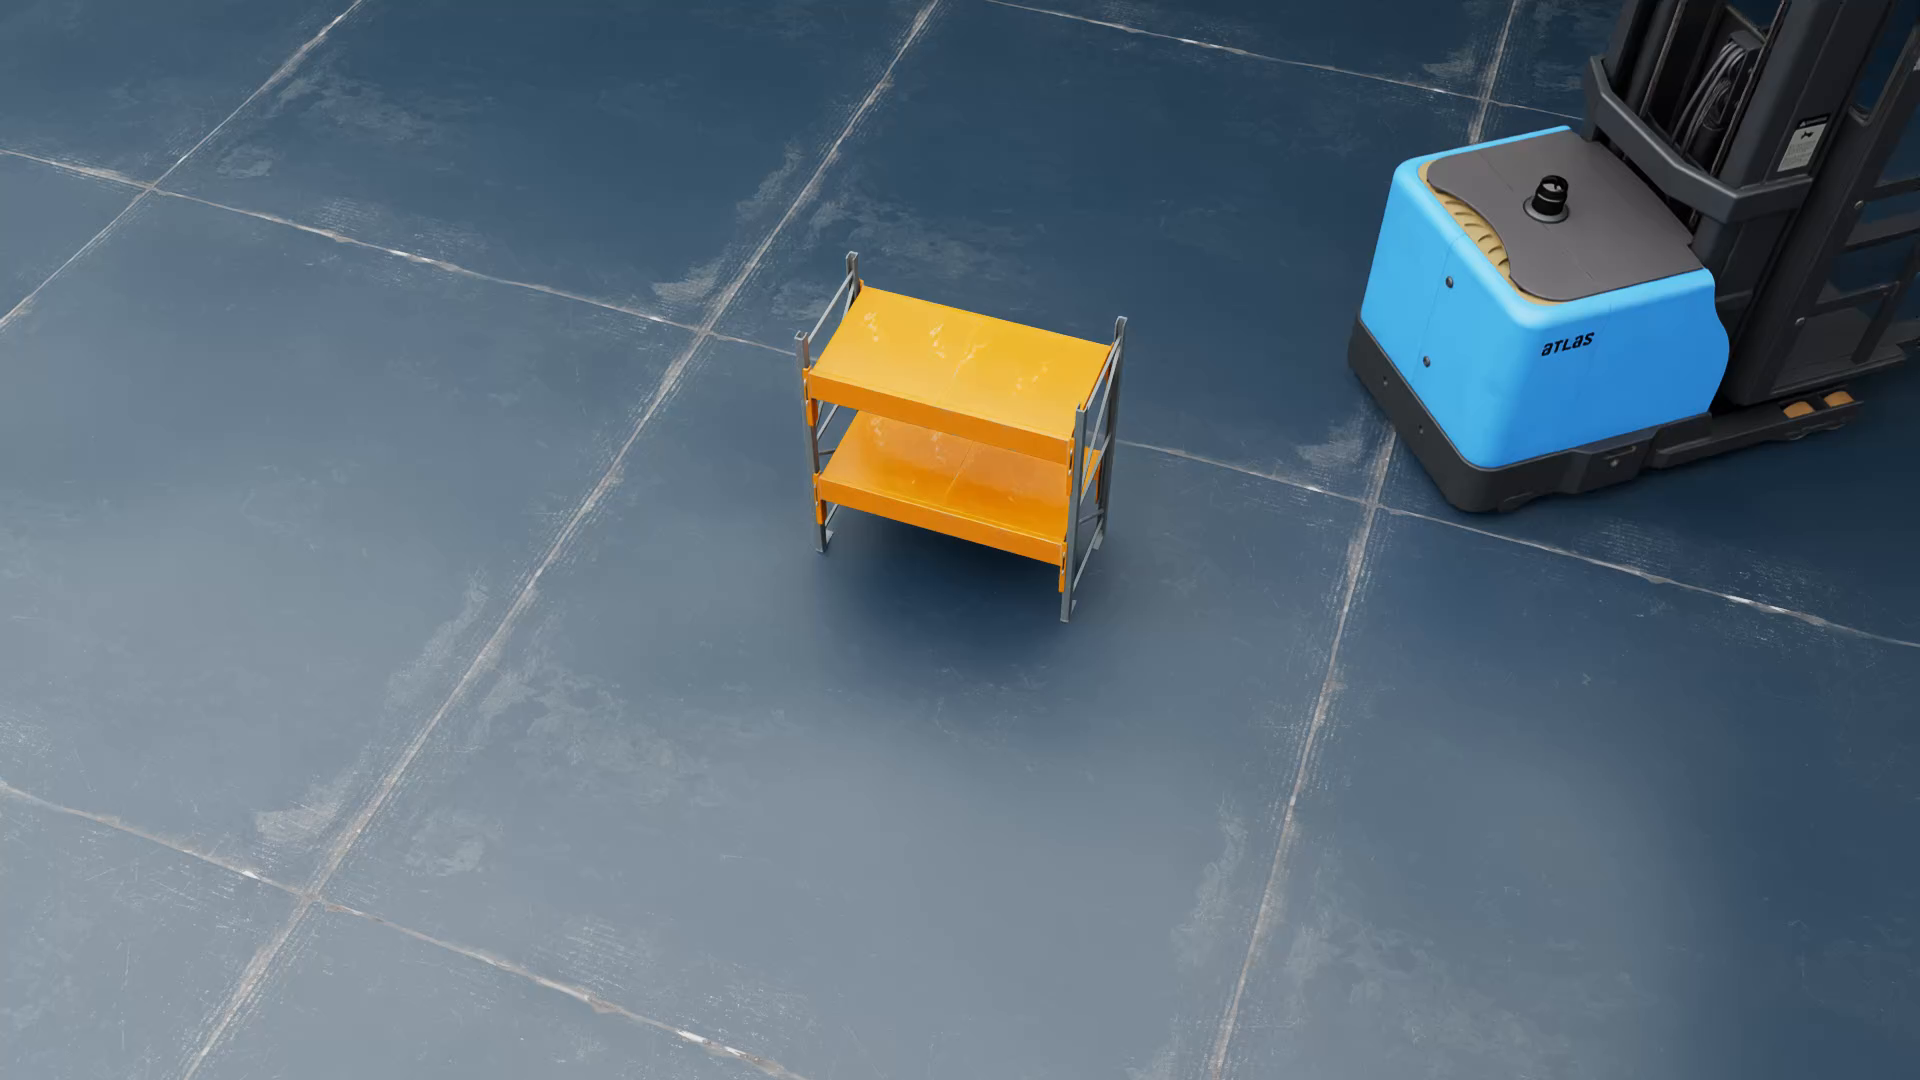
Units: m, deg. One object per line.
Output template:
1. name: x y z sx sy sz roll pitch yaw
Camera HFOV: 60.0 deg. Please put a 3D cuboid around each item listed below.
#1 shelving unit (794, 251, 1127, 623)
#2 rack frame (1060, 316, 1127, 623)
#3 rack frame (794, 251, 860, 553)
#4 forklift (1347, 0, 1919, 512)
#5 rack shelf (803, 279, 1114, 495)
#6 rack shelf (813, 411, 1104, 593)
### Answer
1. shelving unit: 0.006 -0.367 6.190 1.048 1.125 0.538 16 51 13
2. rack frame: 0.483 -0.234 6.075 0.032 1.125 0.500 16 51 13
3. rack frame: -0.471 -0.500 6.305 0.032 1.125 0.500 16 51 13
4. forklift: 3.252 -1.744 6.188 3.031 2.935 1.130 -14 51 -12
5. rack shelf: 0.006 -0.558 5.969 1.000 0.278 0.538 16 51 13
6. rack shelf: 0.006 -0.207 6.375 1.000 0.278 0.538 16 51 13
